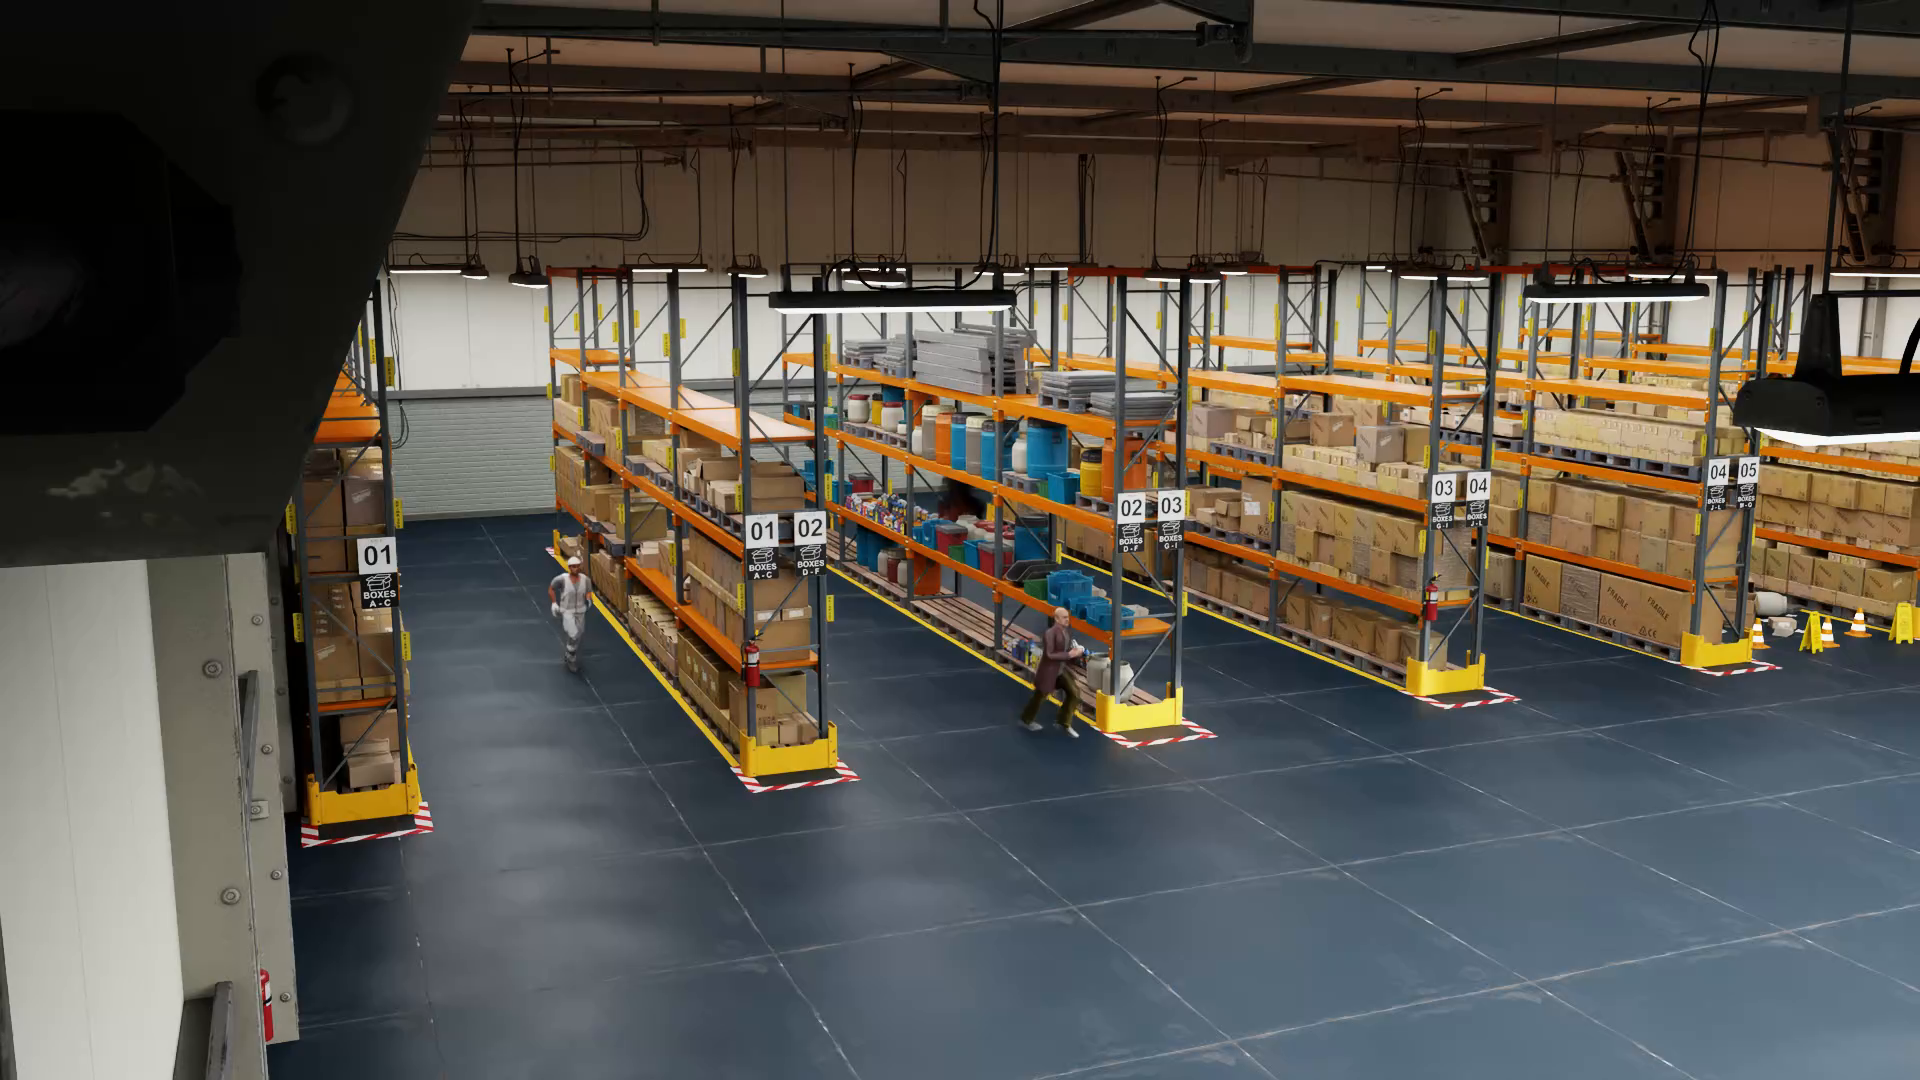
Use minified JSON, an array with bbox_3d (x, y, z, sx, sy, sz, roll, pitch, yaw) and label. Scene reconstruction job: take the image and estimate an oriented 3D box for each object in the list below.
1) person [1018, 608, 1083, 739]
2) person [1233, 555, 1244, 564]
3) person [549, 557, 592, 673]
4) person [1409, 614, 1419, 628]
[{"bbox_3d":[1.197,1.726,21.717,1.006,1.759,0.676,8,13,40],"label":"person"},{"bbox_3d":[5.684,-0.197,32.923,0.667,1.675,0.778,-3,10,-19],"label":"person"},{"bbox_3d":[-5.865,1.119,25.204,0.607,1.783,0.819,-6,12,-33],"label":"person"},{"bbox_3d":[7.738,0.717,27.439,0.639,1.726,0.832,-7,12,-35],"label":"person"}]
